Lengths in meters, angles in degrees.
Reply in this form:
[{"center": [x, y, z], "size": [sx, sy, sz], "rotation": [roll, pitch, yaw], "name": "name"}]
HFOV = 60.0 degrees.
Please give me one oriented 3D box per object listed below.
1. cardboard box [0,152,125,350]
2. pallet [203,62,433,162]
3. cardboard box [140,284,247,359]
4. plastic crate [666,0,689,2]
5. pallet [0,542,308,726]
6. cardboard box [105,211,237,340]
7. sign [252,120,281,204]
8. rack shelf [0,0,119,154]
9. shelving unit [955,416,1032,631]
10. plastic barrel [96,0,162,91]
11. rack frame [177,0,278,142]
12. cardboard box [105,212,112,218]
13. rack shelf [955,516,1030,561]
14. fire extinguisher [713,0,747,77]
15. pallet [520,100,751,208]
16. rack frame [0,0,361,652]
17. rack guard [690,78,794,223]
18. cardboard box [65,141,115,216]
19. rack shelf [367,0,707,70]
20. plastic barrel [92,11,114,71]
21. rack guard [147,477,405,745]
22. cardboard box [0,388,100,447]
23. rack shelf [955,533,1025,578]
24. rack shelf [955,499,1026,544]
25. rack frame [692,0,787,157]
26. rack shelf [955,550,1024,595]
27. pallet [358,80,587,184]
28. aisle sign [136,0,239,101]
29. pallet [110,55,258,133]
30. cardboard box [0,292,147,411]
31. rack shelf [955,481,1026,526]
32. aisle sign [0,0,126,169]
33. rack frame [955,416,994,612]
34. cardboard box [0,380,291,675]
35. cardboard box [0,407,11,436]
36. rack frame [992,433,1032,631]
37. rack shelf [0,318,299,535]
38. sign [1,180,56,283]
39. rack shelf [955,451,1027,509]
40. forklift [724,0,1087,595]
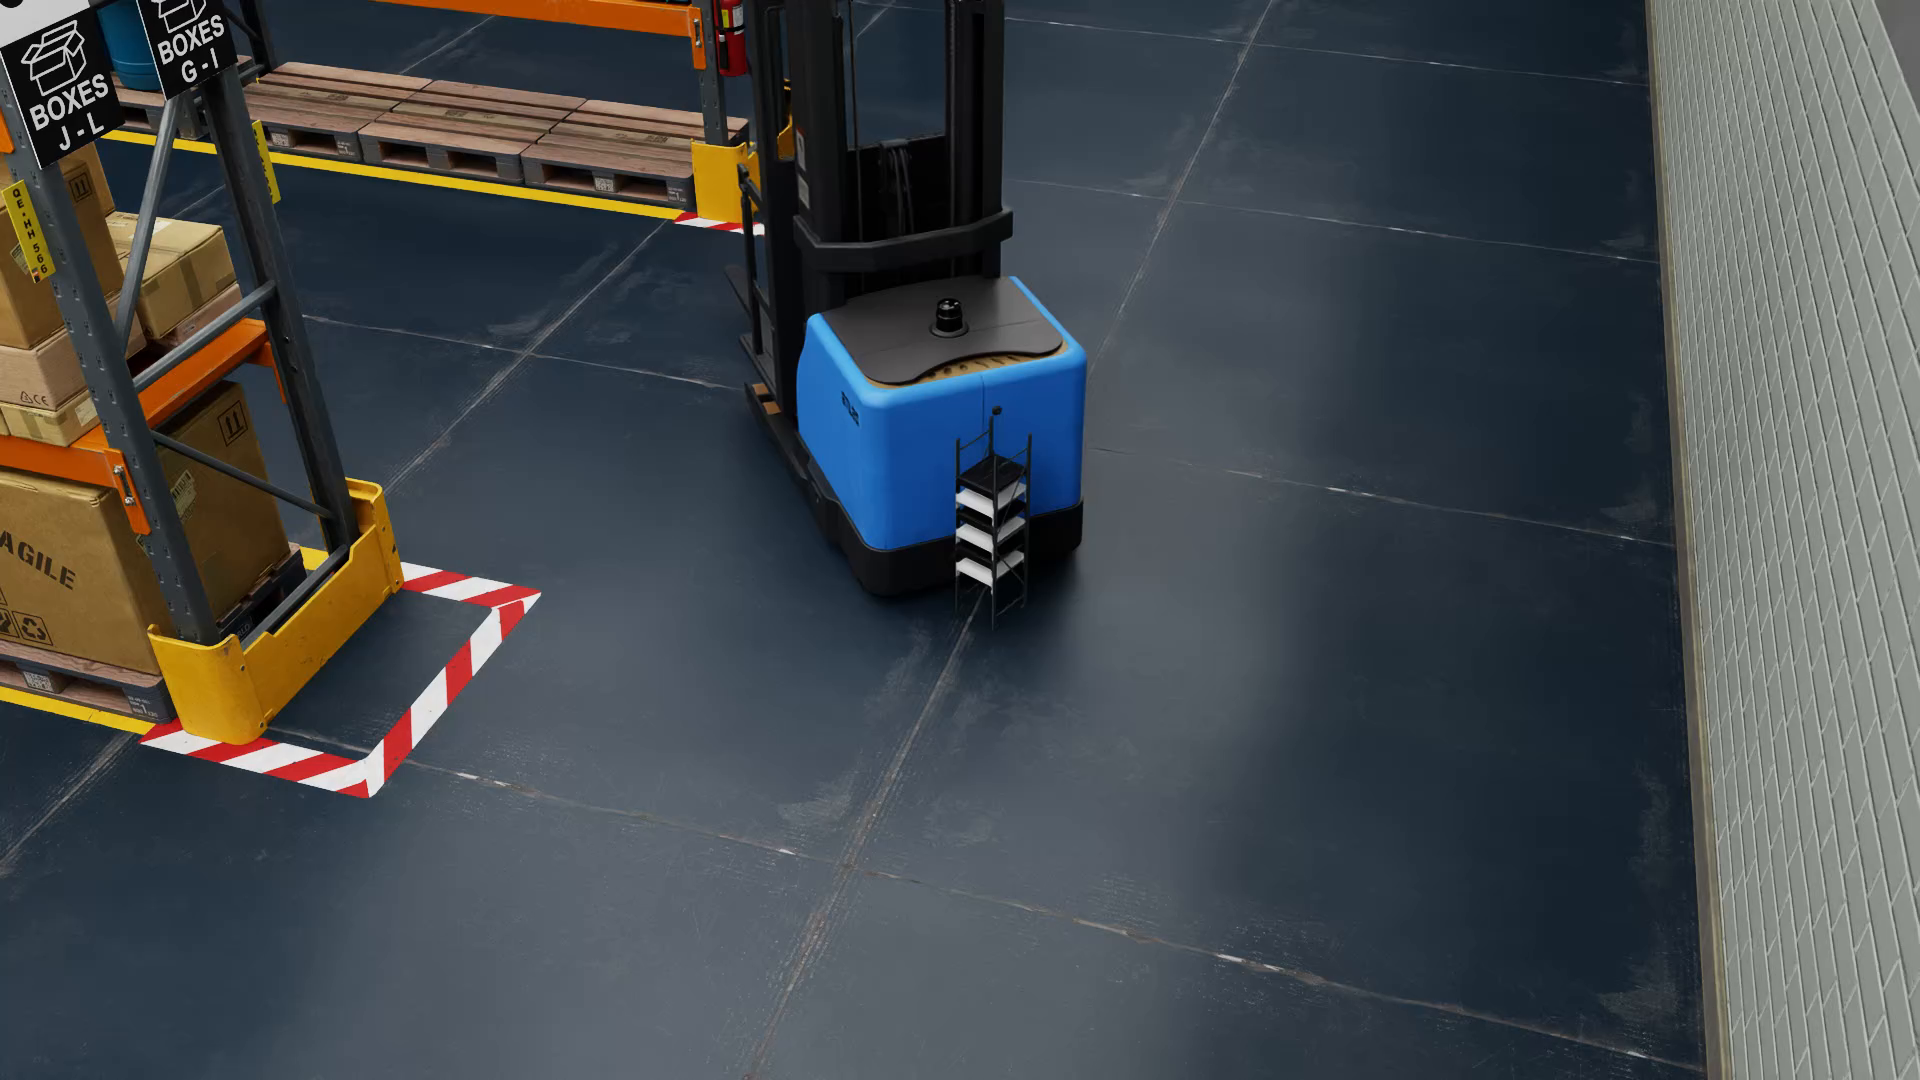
[{"center": [-3.390, -1.043, 5.879], "size": [0.500, 0.500, 0.500], "rotation": [11, 38, 14], "name": "cardboard box"}, {"center": [-4.474, -3.022, 11.678], "size": [1.213, 0.211, 1.003], "rotation": [10, 38, 14], "name": "pallet"}, {"center": [-3.087, -0.892, 6.644], "size": [0.250, 0.149, 0.380], "rotation": [11, 38, 14], "name": "cardboard box"}, {"center": [-1.745, -3.538, 9.946], "size": [0.499, 0.435, 0.616], "rotation": [10, 38, 14], "name": "plastic crate"}, {"center": [-3.633, 0.282, 7.189], "size": [1.213, 0.211, 1.003], "rotation": [10, 38, 14], "name": "pallet"}, {"center": [-3.224, -1.041, 6.509], "size": [0.500, 0.250, 0.500], "rotation": [10, 37, 13], "name": "cardboard box"}, {"center": [-2.675, -1.437, 6.375], "size": [0.005, 0.325, 0.100], "rotation": [10, 38, 14], "name": "sign"}, {"center": [-4.756, -2.016, 6.035], "size": [4.000, 0.370, 1.077], "rotation": [10, 38, 14], "name": "rack shelf"}, {"center": [0.139, -0.062, 7.076], "size": [0.210, 0.900, 0.258], "rotation": [26, 44, 31], "name": "shelving unit"}, {"center": [-5.702, -3.683, 11.640], "size": [0.708, 0.901, 0.600], "rotation": [10, 38, 14], "name": "plastic barrel"}, {"center": [-5.188, -4.253, 10.998], "size": [0.127, 3.000, 1.000], "rotation": [10, 38, 14], "name": "rack frame"}, {"center": [-3.722, -1.129, 6.629], "size": [0.500, 0.250, 0.500], "rotation": [10, 38, 13], "name": "cardboard box"}, {"center": [0.139, -0.036, 7.095], "size": [0.200, 0.077, 0.258], "rotation": [26, 44, 31], "name": "rack shelf"}, {"center": [-1.361, -3.081, 9.786], "size": [0.183, 0.674, 0.296], "rotation": [10, 38, 14], "name": "fire extinguisher"}, {"center": [-2.145, -2.591, 11.092], "size": [1.213, 0.211, 1.003], "rotation": [10, 38, 14], "name": "pallet"}, {"center": [-2.847, -0.744, 6.230], "size": [0.127, 3.000, 1.000], "rotation": [10, 38, 14], "name": "rack frame"}, {"center": [-1.343, -2.543, 10.783], "size": [0.348, 0.500, 1.175], "rotation": [10, 38, 14], "name": "rack guard"}, {"center": [-3.702, -1.431, 6.407], "size": [0.500, 0.500, 0.500], "rotation": [10, 37, 13], "name": "cardboard box"}, {"center": [-3.279, -3.610, 10.731], "size": [4.000, 0.370, 1.077], "rotation": [10, 38, 14], "name": "rack shelf"}, {"center": [-6.378, -3.808, 11.810], "size": [0.708, 0.901, 0.600], "rotation": [10, 38, 14], "name": "plastic barrel"}, {"center": [-2.824, 0.267, 6.965], "size": [0.348, 0.500, 1.175], "rotation": [10, 38, 14], "name": "rack guard"}, {"center": [-3.285, -0.519, 6.137], "size": [0.250, 0.149, 0.380], "rotation": [11, 38, 15], "name": "cardboard box"}, {"center": [0.139, 0.037, 7.149], "size": [0.200, 0.077, 0.258], "rotation": [26, 44, 31], "name": "rack shelf"}, {"center": [0.139, -0.108, 7.042], "size": [0.200, 0.077, 0.258], "rotation": [26, 44, 31], "name": "rack shelf"}, {"center": [-1.370, -3.546, 10.038], "size": [0.127, 3.000, 1.000], "rotation": [10, 38, 14], "name": "rack frame"}, {"center": [0.139, 0.109, 7.202], "size": [0.200, 0.077, 0.258], "rotation": [26, 44, 31], "name": "rack shelf"}, {"center": [-3.306, -2.808, 11.387], "size": [1.213, 0.211, 1.003], "rotation": [10, 38, 14], "name": "pallet"}, {"center": [-2.688, -1.948, 5.673], "size": [0.004, 0.787, 0.394], "rotation": [10, 38, 14], "name": "aisle sign"}, {"center": [-5.912, -3.290, 12.042], "size": [1.213, 0.211, 1.003], "rotation": [10, 38, 14], "name": "pallet"}, {"center": [-3.388, -0.739, 6.099], "size": [0.500, 0.250, 0.500], "rotation": [10, 38, 13], "name": "cardboard box"}, {"center": [0.139, -0.181, 6.989], "size": [0.200, 0.077, 0.258], "rotation": [26, 44, 31], "name": "rack shelf"}, {"center": [-2.867, -1.608, 5.212], "size": [0.004, 0.787, 0.394], "rotation": [10, 38, 14], "name": "aisle sign"}, {"center": [0.061, -0.101, 7.128], "size": [0.006, 0.900, 0.240], "rotation": [26, 44, 31], "name": "rack frame"}, {"center": [-3.481, -0.125, 6.828], "size": [0.875, 0.875, 0.875], "rotation": [10, 38, 14], "name": "cardboard box"}, {"center": [-3.533, -0.564, 6.198], "size": [0.250, 0.149, 0.380], "rotation": [11, 38, 14], "name": "cardboard box"}, {"center": [0.217, -0.024, 7.023], "size": [0.006, 0.900, 0.240], "rotation": [26, 44, 31], "name": "rack frame"}, {"center": [-4.756, -0.808, 6.924], "size": [4.000, 0.370, 1.077], "rotation": [10, 38, 14], "name": "rack shelf"}, {"center": [-3.022, -1.001, 5.403], "size": [0.005, 0.325, 0.100], "rotation": [10, 38, 14], "name": "sign"}, {"center": [0.139, -0.253, 6.935], "size": [0.200, 0.077, 0.258], "rotation": [26, 44, 31], "name": "rack shelf"}, {"center": [-0.465, -1.808, 7.734], "size": [1.130, 2.935, 3.031], "rotation": [-13, 38, -18], "name": "forklift"}]
